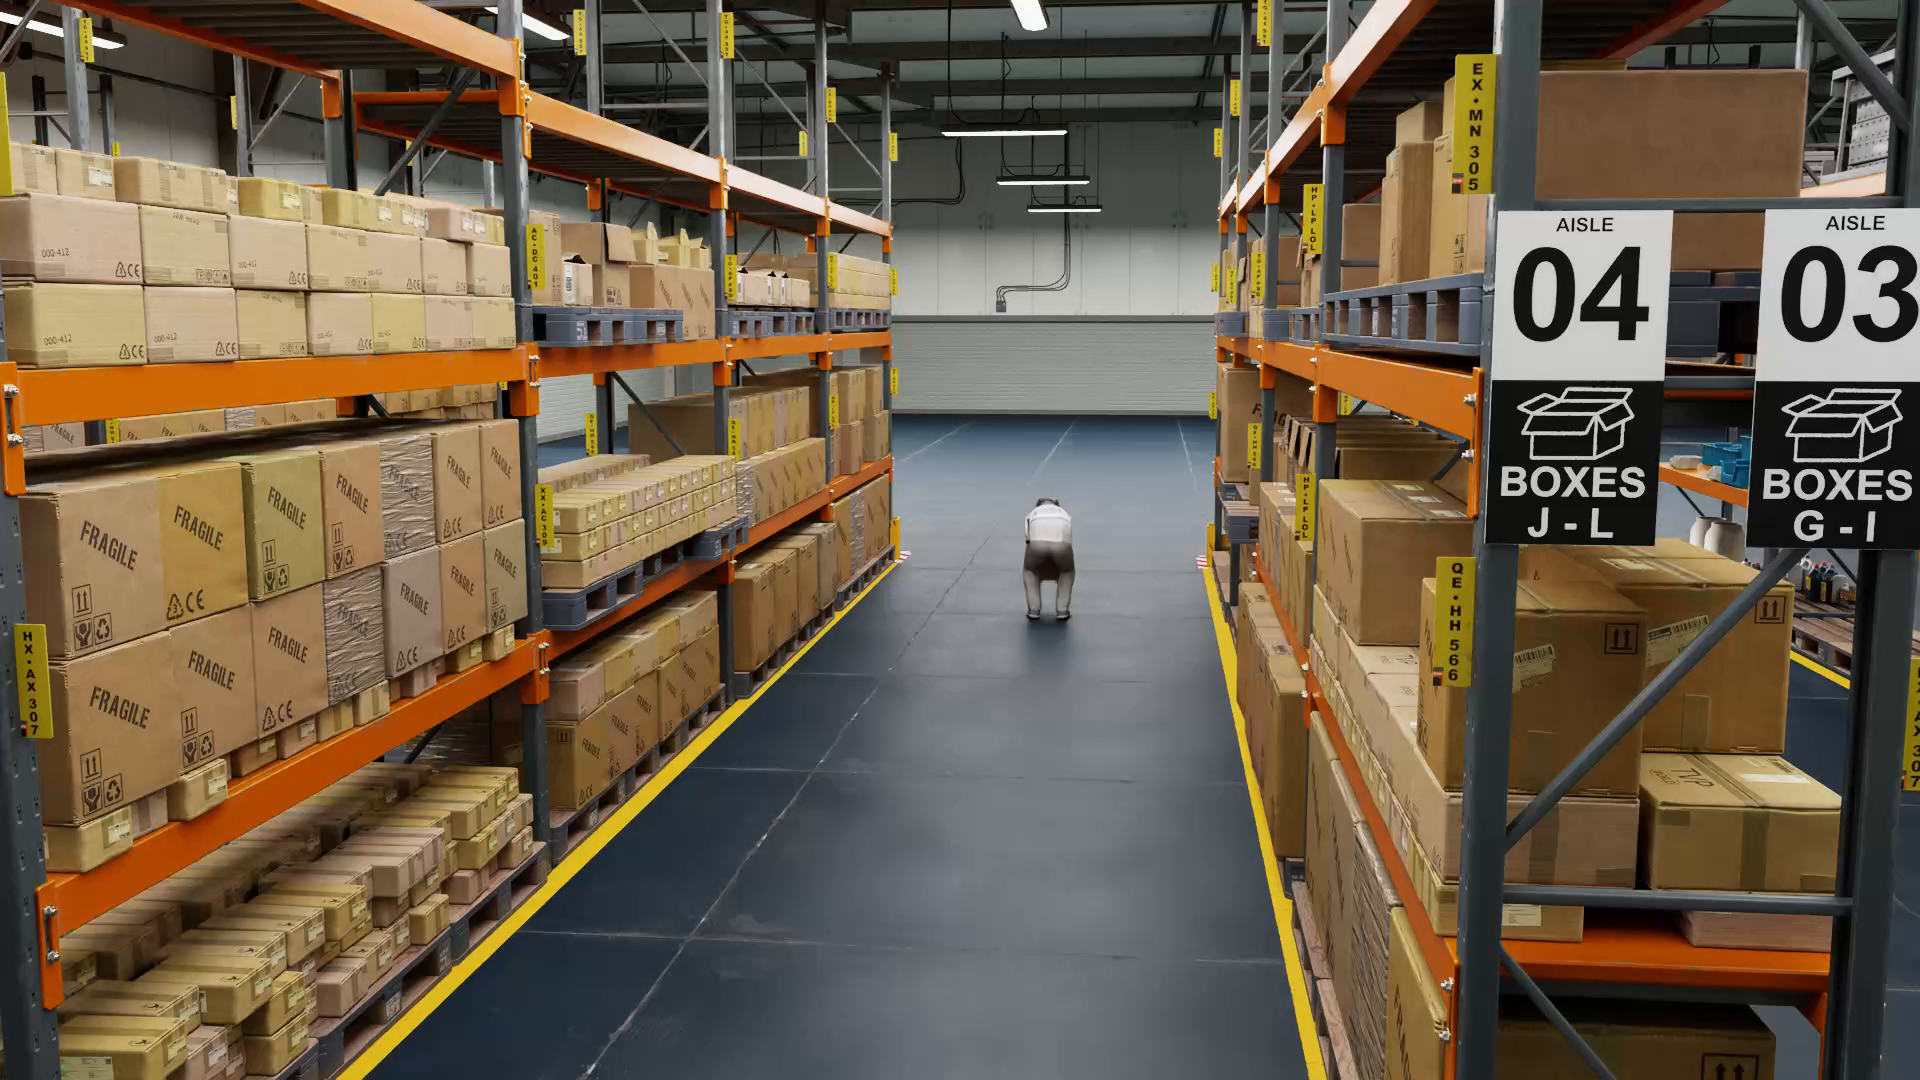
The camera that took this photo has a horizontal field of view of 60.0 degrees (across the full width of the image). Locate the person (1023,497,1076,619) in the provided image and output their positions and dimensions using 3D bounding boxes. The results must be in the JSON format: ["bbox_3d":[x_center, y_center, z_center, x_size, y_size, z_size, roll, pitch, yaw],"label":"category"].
[{"bbox_3d":[0.899,0.177,16.732,0.530,1.151,1.030,0,8,3],"label":"person"}]
